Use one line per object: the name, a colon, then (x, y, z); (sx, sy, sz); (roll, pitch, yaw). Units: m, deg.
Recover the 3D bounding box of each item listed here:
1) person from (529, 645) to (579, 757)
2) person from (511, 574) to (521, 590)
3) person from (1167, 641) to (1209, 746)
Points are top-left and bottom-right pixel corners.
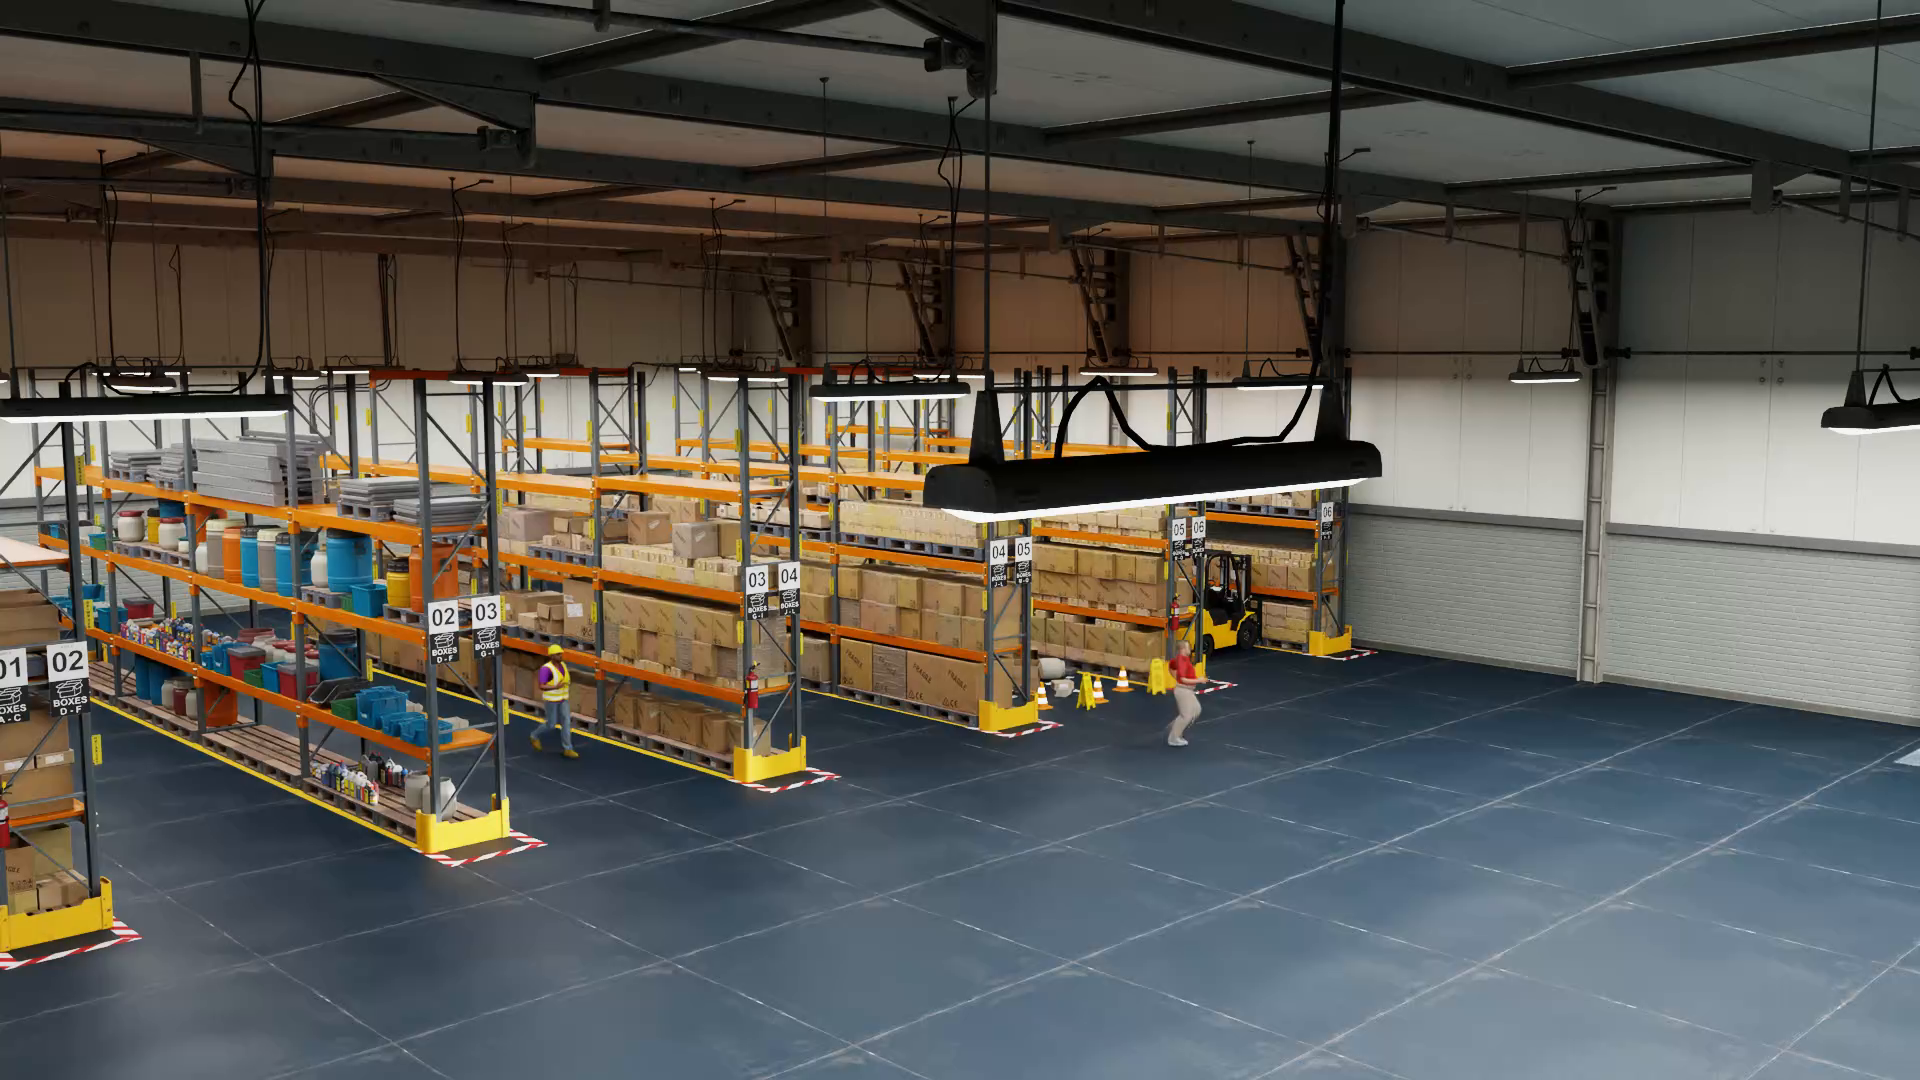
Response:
person: (-6.347, 2.500, 26.017); (0.954, 1.747, 0.702); (4, 8, 31)
person: (-10.890, 0.843, 41.046); (0.555, 1.705, 0.764); (0, 6, 2)
person: (3.673, 2.471, 26.772); (0.645, 1.705, 0.640); (1, 6, 4)
